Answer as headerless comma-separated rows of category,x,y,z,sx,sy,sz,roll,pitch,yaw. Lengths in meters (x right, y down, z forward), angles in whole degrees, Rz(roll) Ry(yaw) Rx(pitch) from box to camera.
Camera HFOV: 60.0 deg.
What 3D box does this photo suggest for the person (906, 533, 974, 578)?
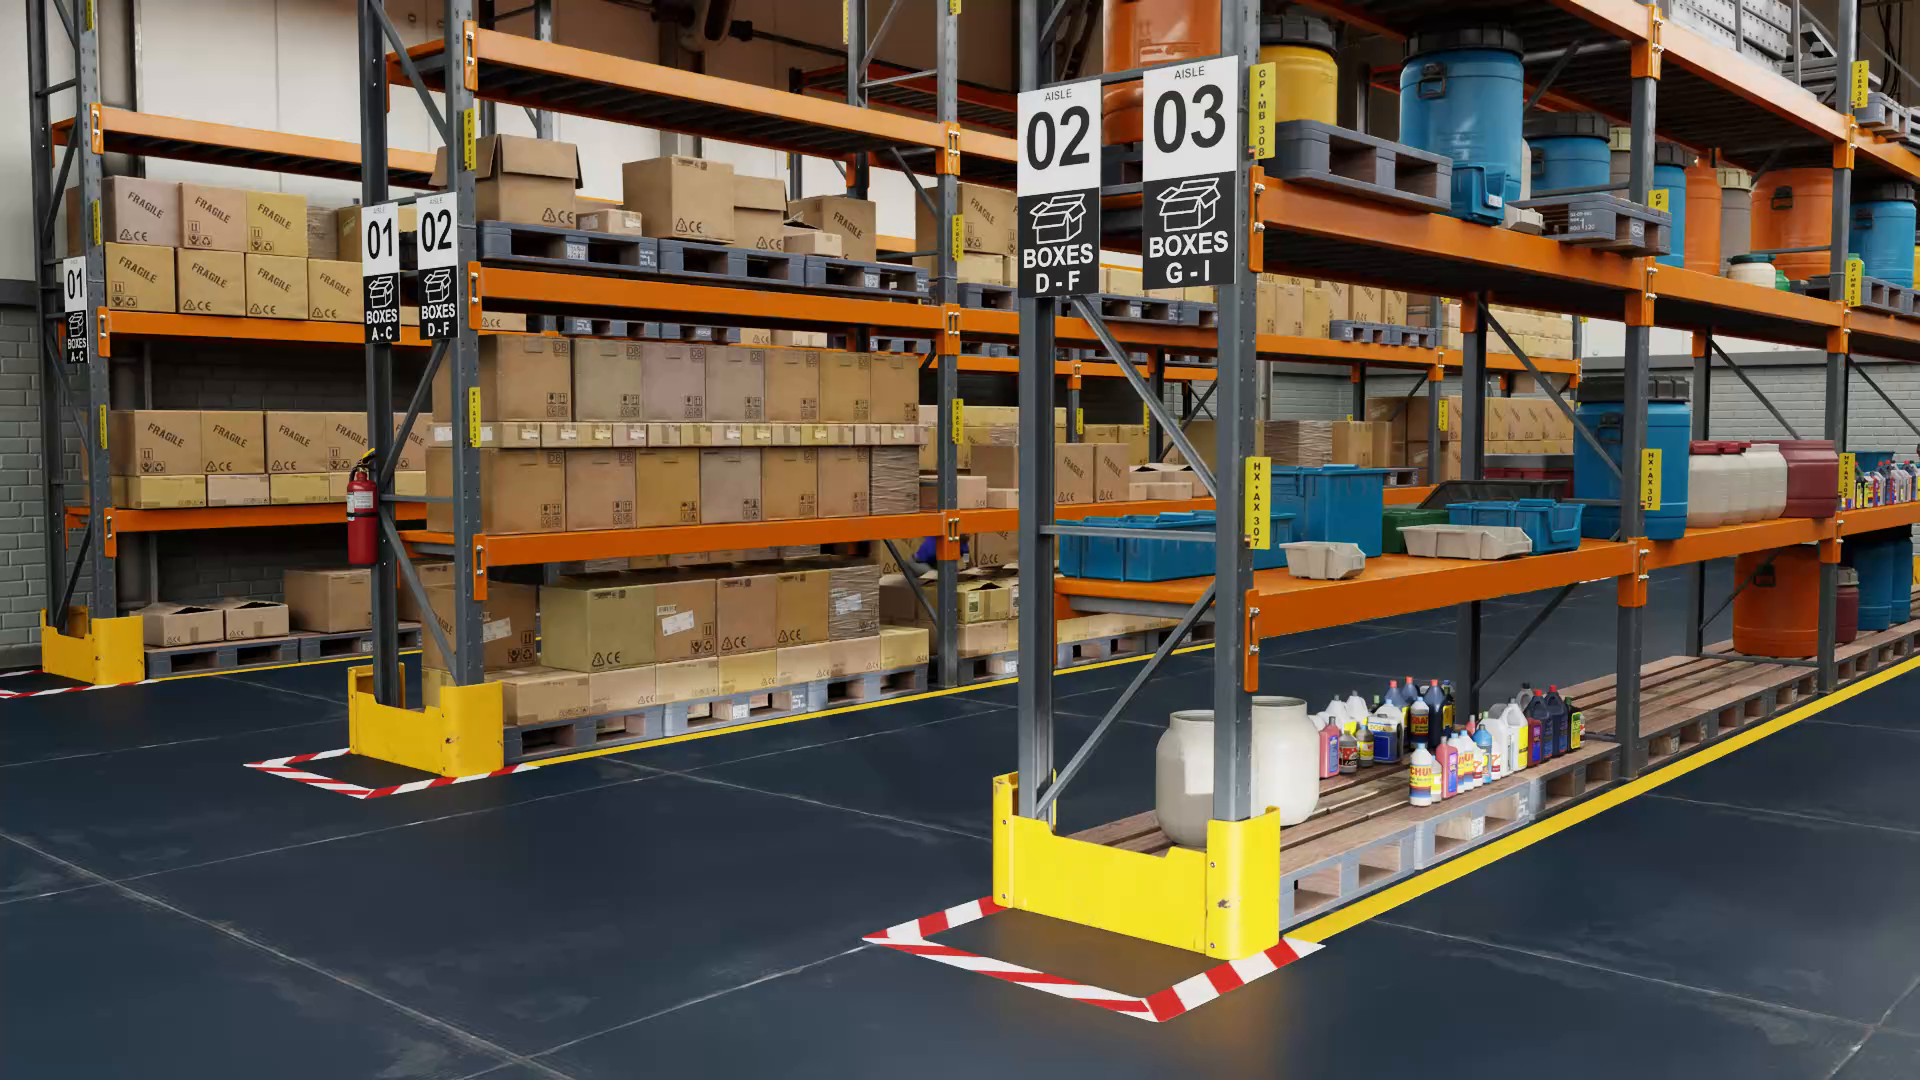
person,-0.172,0.297,16.736,0.764,1.045,0.491,3,5,41
